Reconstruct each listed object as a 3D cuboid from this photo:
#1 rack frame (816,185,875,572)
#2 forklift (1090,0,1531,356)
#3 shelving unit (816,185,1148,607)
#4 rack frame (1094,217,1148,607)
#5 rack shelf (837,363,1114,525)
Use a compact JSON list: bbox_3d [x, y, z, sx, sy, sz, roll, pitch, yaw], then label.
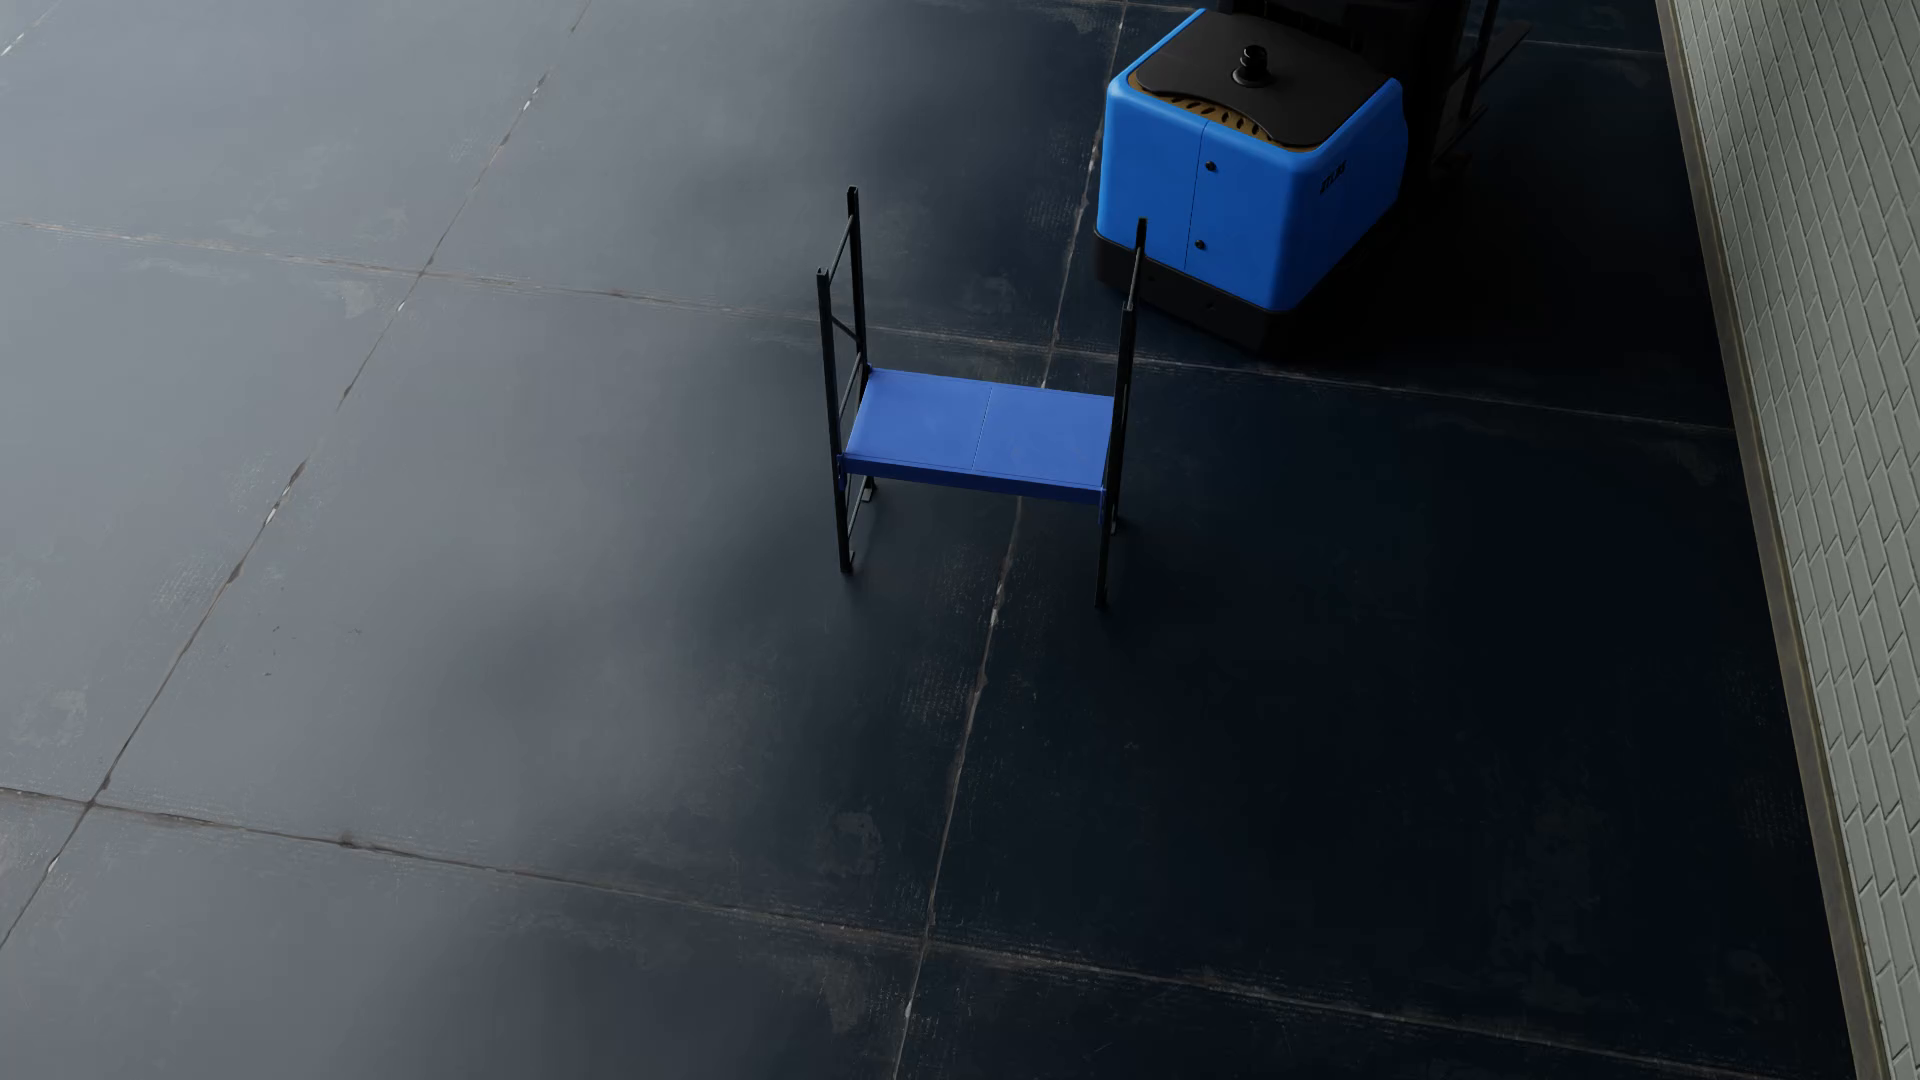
[{"bbox_3d":[-0.416,-0.557,6.214,0.032,1.500,0.500,8,49,7],"label":"rack frame"},{"bbox_3d":[1.892,-2.850,7.313,1.130,2.935,3.031,29,54,24],"label":"forklift"},{"bbox_3d":[0.084,-0.490,6.154,1.048,1.500,0.538,8,49,7],"label":"shelving unit"},{"bbox_3d":[0.584,-0.423,6.094,0.032,1.500,0.500,8,49,7],"label":"rack frame"},{"bbox_3d":[0.084,-0.370,6.288,1.000,0.185,0.538,8,49,7],"label":"rack shelf"}]
